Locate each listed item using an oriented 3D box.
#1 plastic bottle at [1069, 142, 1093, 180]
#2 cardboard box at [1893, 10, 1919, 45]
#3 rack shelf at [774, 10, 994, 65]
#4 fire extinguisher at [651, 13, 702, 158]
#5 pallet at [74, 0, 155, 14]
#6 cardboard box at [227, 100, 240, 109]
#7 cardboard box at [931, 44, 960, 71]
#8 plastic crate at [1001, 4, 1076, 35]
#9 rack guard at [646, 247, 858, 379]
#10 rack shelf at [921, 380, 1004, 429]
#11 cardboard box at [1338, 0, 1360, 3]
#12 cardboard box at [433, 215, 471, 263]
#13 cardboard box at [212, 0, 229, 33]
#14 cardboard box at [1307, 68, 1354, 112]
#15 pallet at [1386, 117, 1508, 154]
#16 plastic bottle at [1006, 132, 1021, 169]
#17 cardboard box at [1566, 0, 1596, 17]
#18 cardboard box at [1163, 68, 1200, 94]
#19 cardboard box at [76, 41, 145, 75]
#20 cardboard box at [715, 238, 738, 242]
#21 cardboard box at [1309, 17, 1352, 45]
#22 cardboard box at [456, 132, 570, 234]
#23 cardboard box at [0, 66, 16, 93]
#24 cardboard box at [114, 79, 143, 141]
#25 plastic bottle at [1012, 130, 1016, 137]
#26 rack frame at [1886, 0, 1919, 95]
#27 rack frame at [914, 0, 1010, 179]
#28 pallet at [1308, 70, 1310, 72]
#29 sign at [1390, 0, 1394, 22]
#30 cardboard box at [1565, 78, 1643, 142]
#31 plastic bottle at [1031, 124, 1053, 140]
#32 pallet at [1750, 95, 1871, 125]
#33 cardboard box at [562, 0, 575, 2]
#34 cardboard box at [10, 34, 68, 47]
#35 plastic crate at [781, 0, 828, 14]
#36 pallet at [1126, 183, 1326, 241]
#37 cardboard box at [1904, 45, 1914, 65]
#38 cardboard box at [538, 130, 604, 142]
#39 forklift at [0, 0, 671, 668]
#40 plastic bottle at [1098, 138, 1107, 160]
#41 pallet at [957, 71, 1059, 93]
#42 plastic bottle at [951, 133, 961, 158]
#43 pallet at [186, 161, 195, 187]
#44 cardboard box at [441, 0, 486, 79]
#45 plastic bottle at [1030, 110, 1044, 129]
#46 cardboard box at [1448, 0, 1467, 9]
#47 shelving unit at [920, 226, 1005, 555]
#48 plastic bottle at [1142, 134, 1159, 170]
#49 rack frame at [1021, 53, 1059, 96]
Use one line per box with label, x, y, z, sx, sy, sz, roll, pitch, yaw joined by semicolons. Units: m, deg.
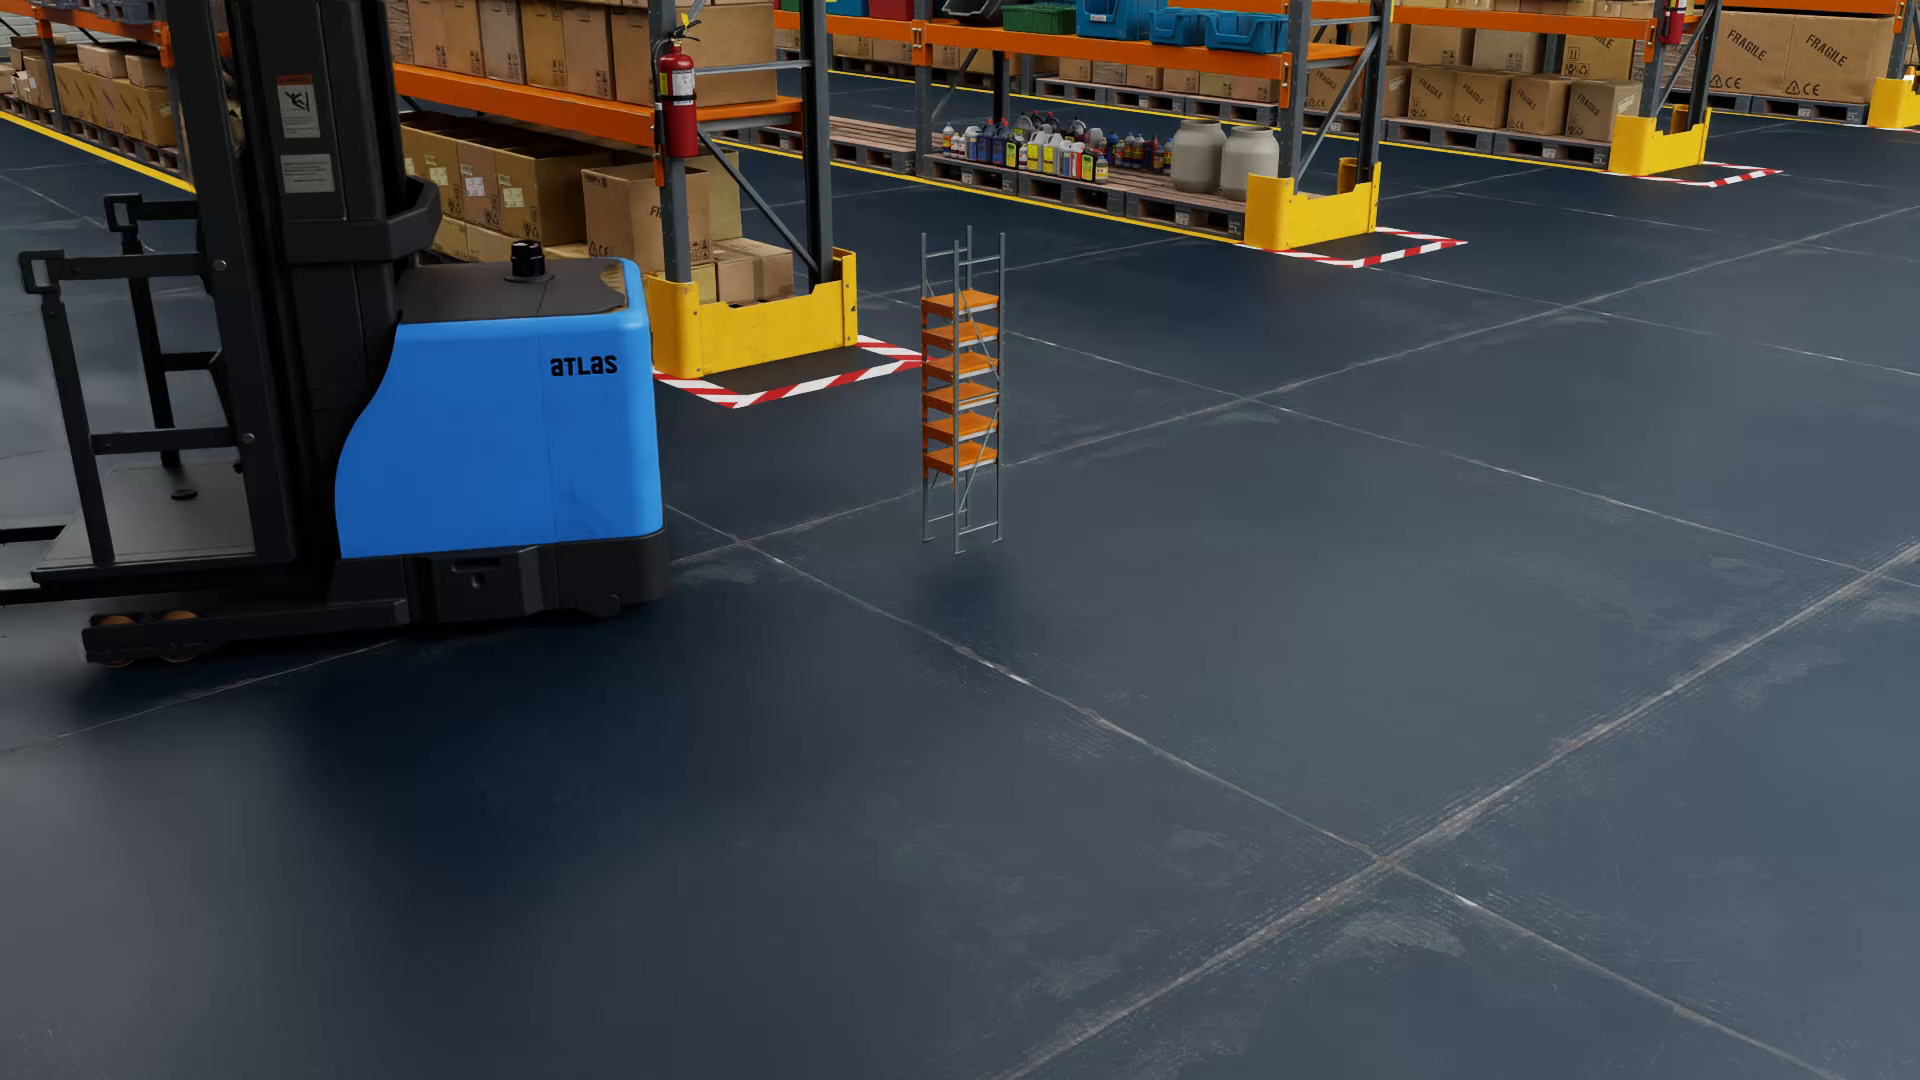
plastic bottle;0.964;-3.008;13.182;0.152;0.276;0.135;-17;27;-37
cardboard box;12.511;-6.838;21.997;0.500;0.500;0.500;-18;28;-39
rack shelf;-1.278;-4.915;15.905;1.077;0.370;4.000;-17;27;-37
fire extinguisher;-1.391;-2.235;8.182;0.296;0.674;0.183;-17;27;-37
pallet;-7.611;-5.071;15.581;1.003;0.211;1.213;-17;27;-37
cardboard box;-5.869;-3.443;13.586;0.500;0.311;0.500;-18;28;-39
cardboard box;0.158;-6.631;21.639;1.225;0.875;0.875;-17;27;-37
plastic crate;0.700;-4.156;13.273;0.450;0.188;0.662;-17;27;-37
rack guard;-1.100;-1.243;8.973;1.175;0.500;0.348;-17;27;-37
rack shelf;0.009;-0.513;6.271;0.258;0.103;0.180;-17;27;-37
cardboard box;4.030;-5.494;16.741;0.380;0.149;0.250;-17;27;-37
cardboard box;-3.009;-1.955;10.557;0.500;0.250;0.500;-17;27;-37
cardboard box;-5.901;-4.289;13.445;0.500;0.311;0.500;-18;28;-38
cardboard box;4.011;-4.788;17.447;0.500;0.500;0.500;-18;28;-39
pallet;5.046;-4.063;16.569;1.003;0.211;1.213;-17;27;-37
plastic bottle;0.440;-3.208;13.682;0.061;0.283;0.133;-16;26;-35
cardboard box;5.684;-4.810;14.995;0.380;0.149;0.250;-17;27;-37
cardboard box;2.733;-5.383;18.938;0.500;0.500;0.700;20;29;41
cardboard box;-8.165;-4.651;16.043;0.500;0.250;0.500;-17;27;-37
cardboard box;-1.627;-1.667;9.823;0.500;0.250;0.500;-17;27;-37
cardboard box;5.322;-7.093;22.988;1.050;0.750;0.750;-18;28;-38
cardboard box;-2.681;-2.167;10.069;0.500;0.500;0.500;-17;27;-37
cardboard box;-10.767;-5.265;18.980;0.500;0.250;0.500;-17;27;-37
cardboard box;-7.464;-4.011;15.435;0.500;0.500;0.500;-19;28;-39
plastic bottle;0.427;-3.298;13.930;0.097;0.271;0.097;0;21;0
rack frame;10.215;-5.924;17.496;1.000;3.000;0.127;-17;27;-37
rack frame;0.028;-4.697;14.364;1.000;3.000;0.127;-17;27;-37
pallet;5.450;-6.600;23.045;1.003;0.211;1.213;-17;27;-37
sign;3.059;-3.851;11.823;0.100;0.325;0.005;-17;27;-37
cardboard box;5.996;-3.979;15.382;0.500;0.500;0.500;-12;24;-28
plastic bottle;0.696;-3.429;14.258;0.152;0.276;0.135;-17;27;-37
pallet;9.633;-4.828;18.521;1.003;0.211;1.213;-17;27;-37
cardboard box;-2.011;-3.035;9.094;0.380;0.149;0.250;-17;27;-37
cardboard box;-11.019;-5.784;19.962;0.500;0.500;0.500;-17;27;-37
plastic crate;-1.323;-5.012;15.459;0.450;0.188;0.662;-17;27;-37
pallet;2.027;-2.529;12.652;1.003;0.211;1.213;-17;27;-37
cardboard box;12.489;-6.493;22.143;0.500;0.250;0.500;-19;28;-39
cardboard box;-2.275;-2.294;10.395;0.500;0.500;0.500;-17;27;-37
forklift;-2.586;-1.159;5.423;3.031;2.935;1.130;-5;22;-11
plastic bottle;1.204;-3.275;13.968;0.097;0.201;0.097;0;21;0
pallet;0.712;-5.919;21.306;1.003;0.211;1.213;-17;27;-37
plastic bottle;-0.030;-3.379;14.231;0.097;0.201;0.097;0;21;0
pallet;-5.830;-3.089;14.081;1.003;0.211;1.213;-17;27;-37
cardboard box;-2.759;-3.161;10.304;0.700;0.500;0.500;-17;27;-37
plastic bottle;0.667;-3.559;14.487;0.144;0.351;0.185;-18;28;-39
cardboard box;4.879;-5.159;15.886;0.380;0.149;0.250;-17;27;-37
shelving unit;0.009;-0.555;6.255;0.258;1.200;0.189;-17;27;-37
plastic bottle;1.558;-3.174;13.596;0.061;0.283;0.133;-17;27;-37
rack frame;1.169;-6.981;20.195;1.000;3.000;0.127;-17;27;-37
